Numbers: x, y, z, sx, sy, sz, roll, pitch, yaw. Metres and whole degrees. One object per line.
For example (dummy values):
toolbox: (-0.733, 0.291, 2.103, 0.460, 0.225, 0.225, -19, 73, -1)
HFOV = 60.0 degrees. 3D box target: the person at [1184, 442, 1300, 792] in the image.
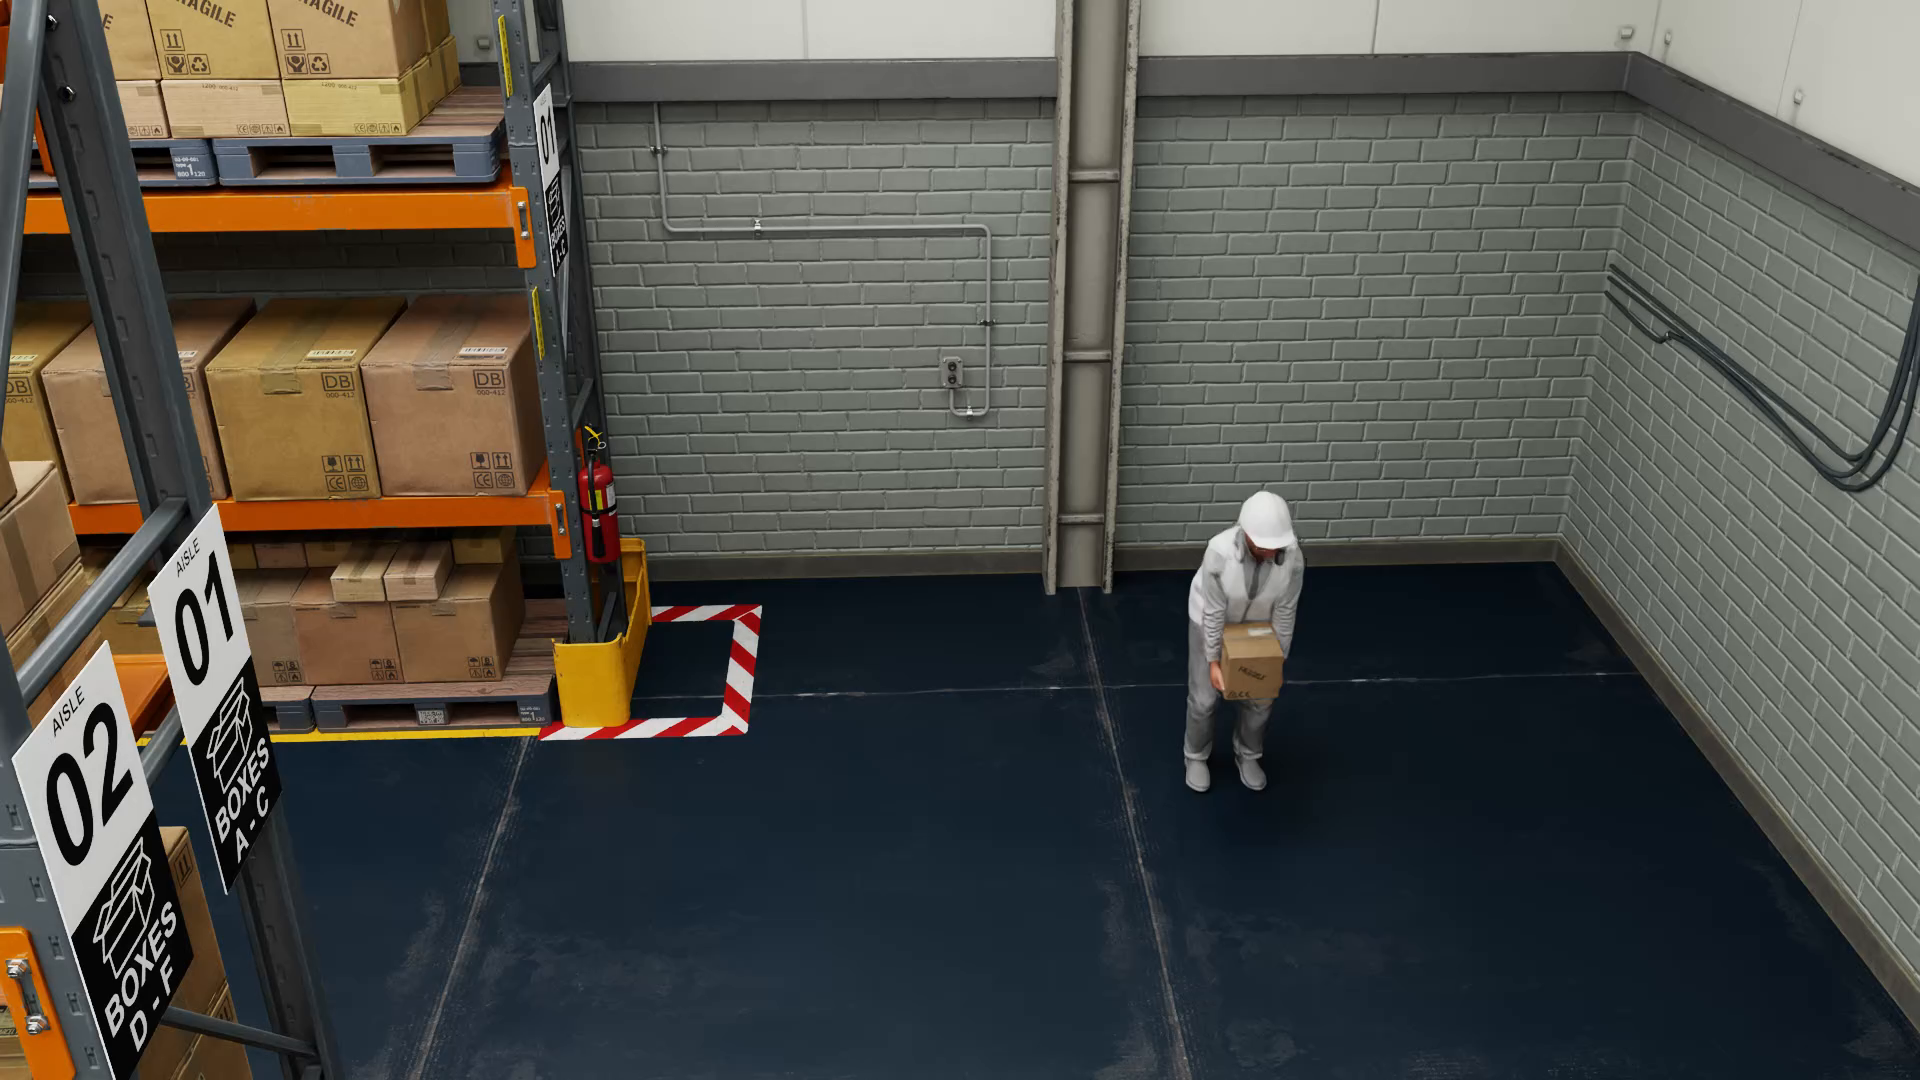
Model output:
person: (1.330, 0.411, 7.803, 0.495, 1.771, 0.557, -1, 27, -3)
